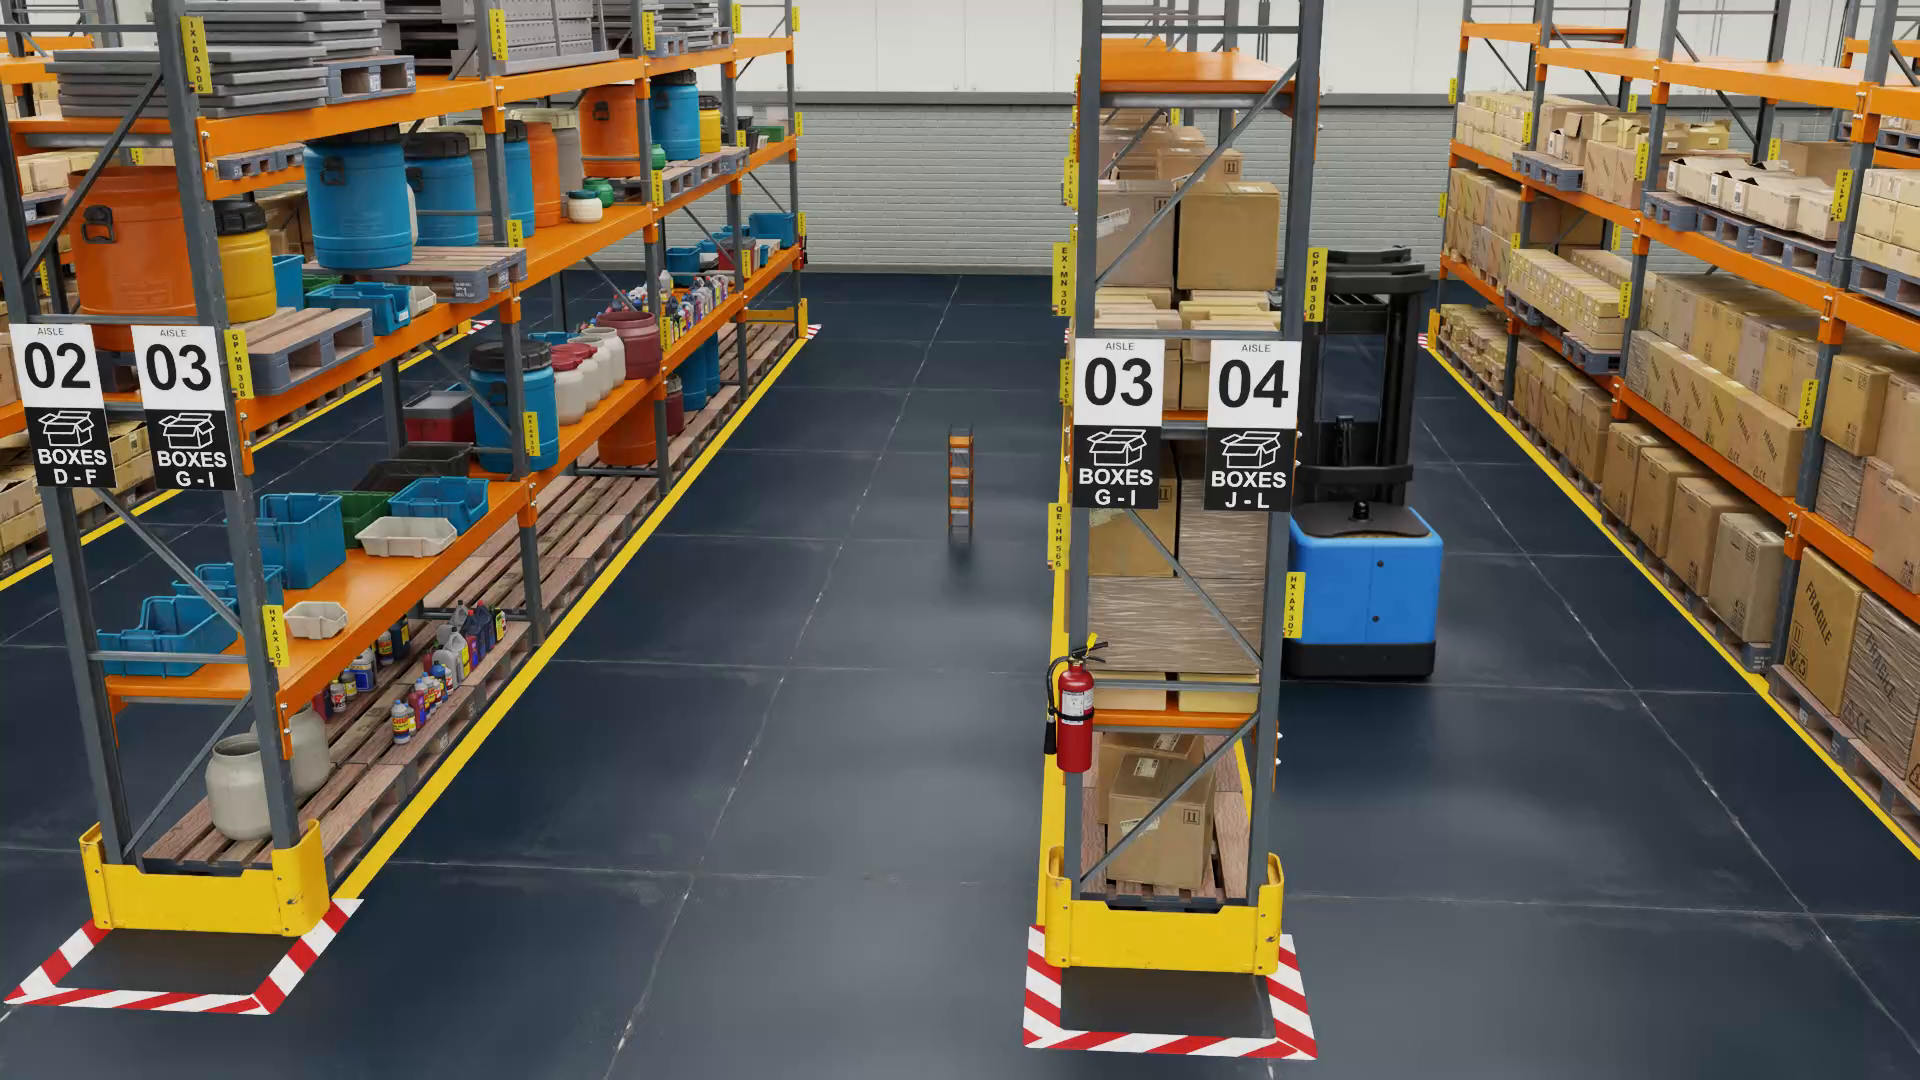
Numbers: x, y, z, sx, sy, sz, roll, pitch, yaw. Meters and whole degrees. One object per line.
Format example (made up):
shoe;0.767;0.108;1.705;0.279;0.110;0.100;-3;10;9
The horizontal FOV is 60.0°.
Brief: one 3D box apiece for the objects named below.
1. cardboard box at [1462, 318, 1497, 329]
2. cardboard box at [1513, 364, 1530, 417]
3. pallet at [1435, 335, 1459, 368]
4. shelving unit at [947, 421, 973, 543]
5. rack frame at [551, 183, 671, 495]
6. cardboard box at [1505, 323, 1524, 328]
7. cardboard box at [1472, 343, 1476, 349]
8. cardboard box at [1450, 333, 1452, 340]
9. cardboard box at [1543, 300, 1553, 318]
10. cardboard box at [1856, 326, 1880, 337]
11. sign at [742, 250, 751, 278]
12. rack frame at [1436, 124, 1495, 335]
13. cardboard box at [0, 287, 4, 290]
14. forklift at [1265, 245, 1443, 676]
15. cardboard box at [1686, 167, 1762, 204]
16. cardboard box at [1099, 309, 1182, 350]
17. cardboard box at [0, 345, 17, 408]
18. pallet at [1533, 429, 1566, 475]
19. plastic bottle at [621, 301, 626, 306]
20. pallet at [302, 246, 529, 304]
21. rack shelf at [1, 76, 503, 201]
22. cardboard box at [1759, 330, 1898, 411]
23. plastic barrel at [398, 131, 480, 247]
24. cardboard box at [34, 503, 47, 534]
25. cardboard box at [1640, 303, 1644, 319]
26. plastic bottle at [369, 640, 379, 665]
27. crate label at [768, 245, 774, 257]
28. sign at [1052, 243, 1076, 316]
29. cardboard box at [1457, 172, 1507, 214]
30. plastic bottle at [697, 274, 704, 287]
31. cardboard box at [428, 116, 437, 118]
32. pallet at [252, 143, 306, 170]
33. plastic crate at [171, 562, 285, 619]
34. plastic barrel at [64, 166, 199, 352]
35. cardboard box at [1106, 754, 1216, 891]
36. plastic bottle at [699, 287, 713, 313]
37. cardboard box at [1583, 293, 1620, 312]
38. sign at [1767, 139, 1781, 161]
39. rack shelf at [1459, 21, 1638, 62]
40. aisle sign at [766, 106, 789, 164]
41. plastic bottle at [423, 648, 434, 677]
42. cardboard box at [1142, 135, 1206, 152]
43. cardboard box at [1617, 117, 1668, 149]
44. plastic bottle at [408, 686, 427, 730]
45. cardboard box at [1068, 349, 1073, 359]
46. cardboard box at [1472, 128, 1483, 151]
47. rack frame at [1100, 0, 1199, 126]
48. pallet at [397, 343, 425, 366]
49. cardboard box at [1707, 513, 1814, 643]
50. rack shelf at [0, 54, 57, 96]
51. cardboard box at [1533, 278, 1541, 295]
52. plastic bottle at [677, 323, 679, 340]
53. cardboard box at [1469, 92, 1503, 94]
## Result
cardboard box;6.716;-2.767;21.499;0.380;0.149;0.250;2;18;6
cardboard box;6.498;-1.669;18.539;0.500;0.500;0.500;2;18;6
pallet;7.003;-2.523;22.284;1.003;0.211;1.213;1;18;4
shelving unit;0.004;-0.516;14.810;0.215;1.050;0.252;1;18;4
rack frame;-3.351;-1.891;15.878;1.000;3.000;0.127;1;18;4
cardboard box;7.175;-2.678;21.226;0.380;0.149;0.250;1;18;2
cardboard box;6.774;-2.544;21.295;0.380;0.149;0.250;2;18;7
cardboard box;6.808;-2.729;22.339;0.380;0.149;0.250;1;18;4
cardboard box;6.219;-2.365;17.053;0.380;0.149;0.250;0;18;1
cardboard box;12.042;-2.534;21.281;0.875;0.438;0.875;2;18;5
sign;-2.516;-3.252;19.587;0.100;0.325;0.005;1;18;4
rack frame;7.102;-4.123;22.689;1.000;3.000;0.127;1;18;4
cardboard box;-12.890;-3.347;22.618;0.380;0.149;0.250;1;18;4
forklift;2.829;-0.836;12.767;1.130;2.935;3.031;0;18;-1
cardboard box;6.222;-2.864;13.436;0.500;0.250;0.500;2;18;5
cardboard box;0.860;-1.011;7.975;0.380;0.149;0.250;1;18;2
cardboard box;-8.434;-1.365;14.112;0.500;0.500;0.500;1;18;4
pallet;6.676;-0.934;17.434;1.003;0.211;1.213;1;18;4
plastic bottle;-3.583;-2.423;17.689;0.061;0.283;0.133;1;18;4
pallet;-3.592;-1.758;10.958;1.213;0.211;1.003;1;18;4
rack shelf;-3.782;-2.347;9.431;1.077;0.370;4.000;1;18;4
cardboard box;6.307;-1.233;12.102;0.700;0.500;0.500;1;18;3
plastic barrel;-3.818;-2.475;12.038;0.600;0.901;0.708;1;18;4
cardboard box;-8.193;-0.251;14.613;0.500;0.250;0.500;2;18;5
cardboard box;6.815;-2.251;16.228;0.380;0.149;0.250;1;18;4
plastic bottle;-4.123;0.701;11.514;0.144;0.351;0.185;1;18;2
crate label;-2.687;-3.845;22.167;0.396;0.136;0.243;1;18;4
sign;0.463;-1.161;7.409;0.100;0.325;0.005;1;18;4
cardboard box;6.775;-4.497;21.585;0.500;0.500;0.500;2;18;6
plastic bottle;-2.948;-2.821;18.793;0.144;0.351;0.185;1;18;4
cardboard box;-7.501;-5.914;22.775;0.500;0.250;0.500;1;18;4
pallet;-8.122;-4.380;18.959;1.213;0.211;1.003;1;18;4
plastic crate;-4.135;0.300;9.428;0.499;0.251;0.408;1;18;4
plastic barrel;-4.017;-1.389;8.165;0.600;0.830;0.708;1;18;4
cardboard box;1.077;1.499;8.872;0.500;0.500;0.500;5;19;14
plastic bottle;-2.833;-2.675;18.468;0.152;0.276;0.135;1;18;4
cardboard box;6.127;-2.242;15.721;0.380;0.149;0.250;1;18;3
sign;7.082;-3.332;14.501;0.100;0.325;0.005;1;18;4
rack shelf;6.959;-6.009;19.972;1.077;0.370;4.000;1;18;4
aisle sign;-2.481;-5.627;23.104;0.394;0.787;0.004;1;18;4
plastic bottle;-3.556;0.847;11.175;0.061;0.283;0.133;1;18;4
cardboard box;1.727;-3.024;13.555;0.500;0.500;0.500;2;18;5
cardboard box;6.320;-3.766;15.393;0.396;0.266;0.258;1;18;4
plastic bottle;-3.450;1.049;10.560;0.061;0.283;0.133;2;18;5
cardboard box;1.731;-1.461;17.303;1.225;0.875;0.875;1;18;4
cardboard box;6.749;-5.020;20.849;0.500;0.250;0.500;1;18;2
rack frame;1.589;-4.632;14.606;1.000;3.000;0.127;1;18;4
pallet;-7.870;-2.513;22.254;1.003;0.211;1.213;1;18;4
cardboard box;6.197;0.278;12.194;1.050;0.750;0.750;1;18;4
rack shelf;-8.435;-3.701;13.563;1.077;0.370;4.000;1;18;4
cardboard box;6.259;-2.665;17.490;0.380;0.149;0.250;2;18;6
plastic bottle;-2.920;-2.145;16.970;0.097;0.201;0.097;0;18;0
cardboard box;6.816;-5.730;21.574;0.380;0.149;0.250;2;18;6
